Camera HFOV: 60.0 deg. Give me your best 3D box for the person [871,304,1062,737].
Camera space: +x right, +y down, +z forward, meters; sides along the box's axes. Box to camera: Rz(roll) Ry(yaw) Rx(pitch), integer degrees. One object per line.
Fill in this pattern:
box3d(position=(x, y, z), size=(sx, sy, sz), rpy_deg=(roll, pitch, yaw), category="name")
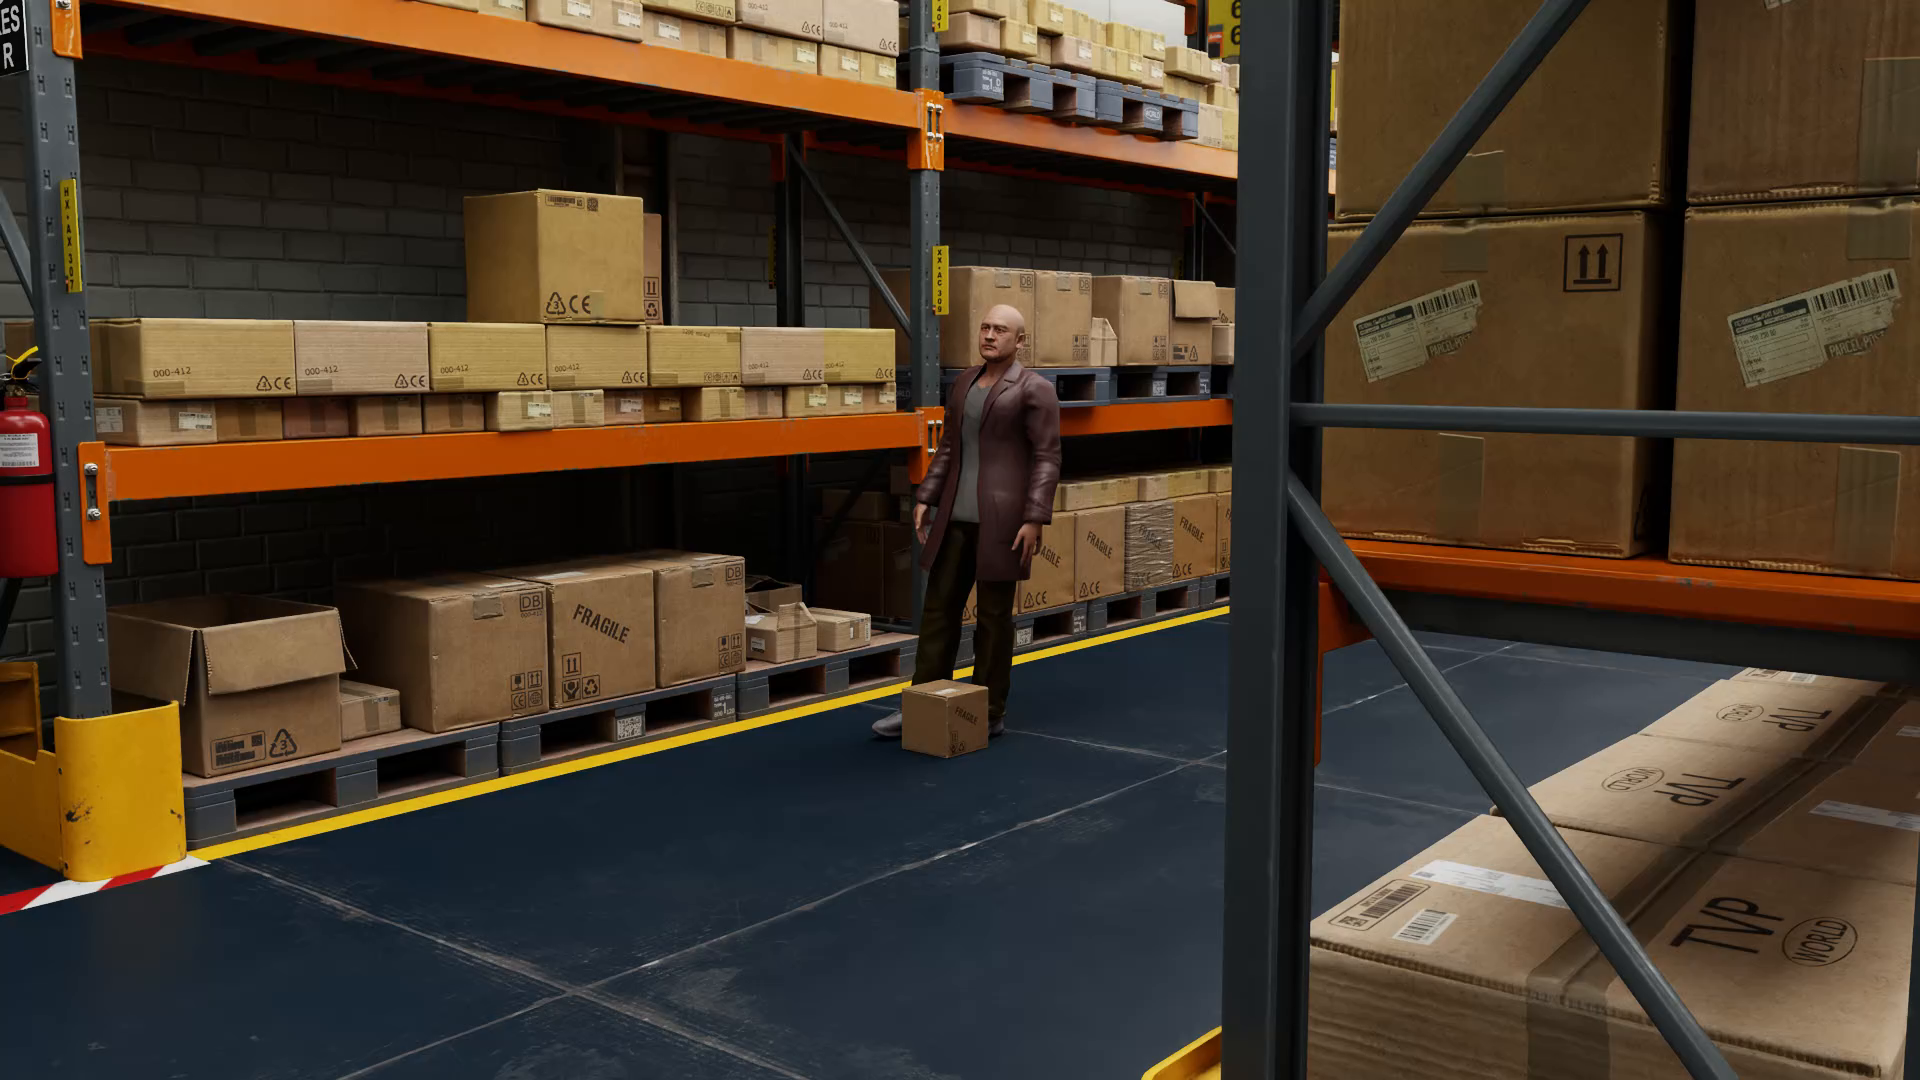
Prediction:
box3d(position=(0.042, -0.066, 6.784), size=(0.698, 1.777, 0.580), rpy_deg=(5, 8, 39), category="person")
